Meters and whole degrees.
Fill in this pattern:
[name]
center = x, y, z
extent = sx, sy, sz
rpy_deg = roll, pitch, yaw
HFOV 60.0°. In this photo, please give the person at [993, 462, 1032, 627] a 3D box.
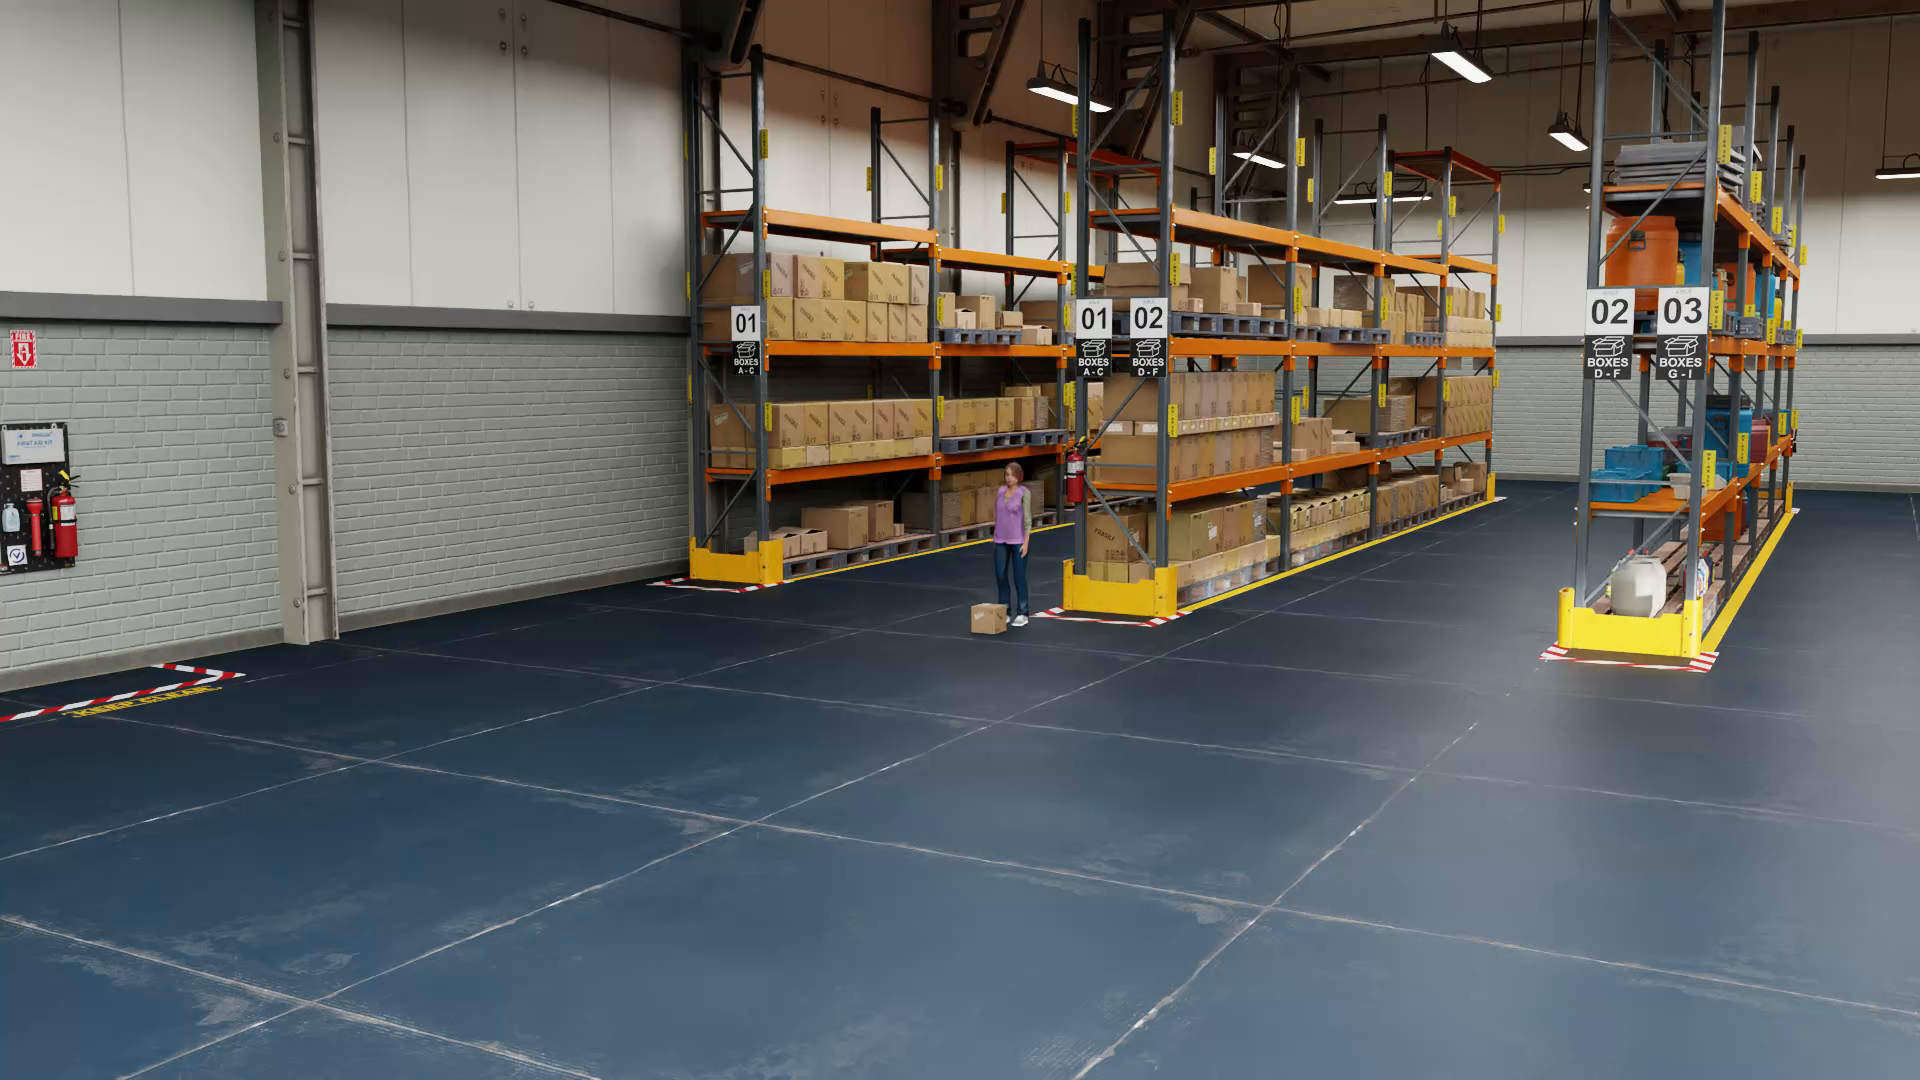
[person]
center = 0.513, 0.041, 16.202
extent = 0.405, 1.601, 0.311
rpy_deg = 4, 7, 30
